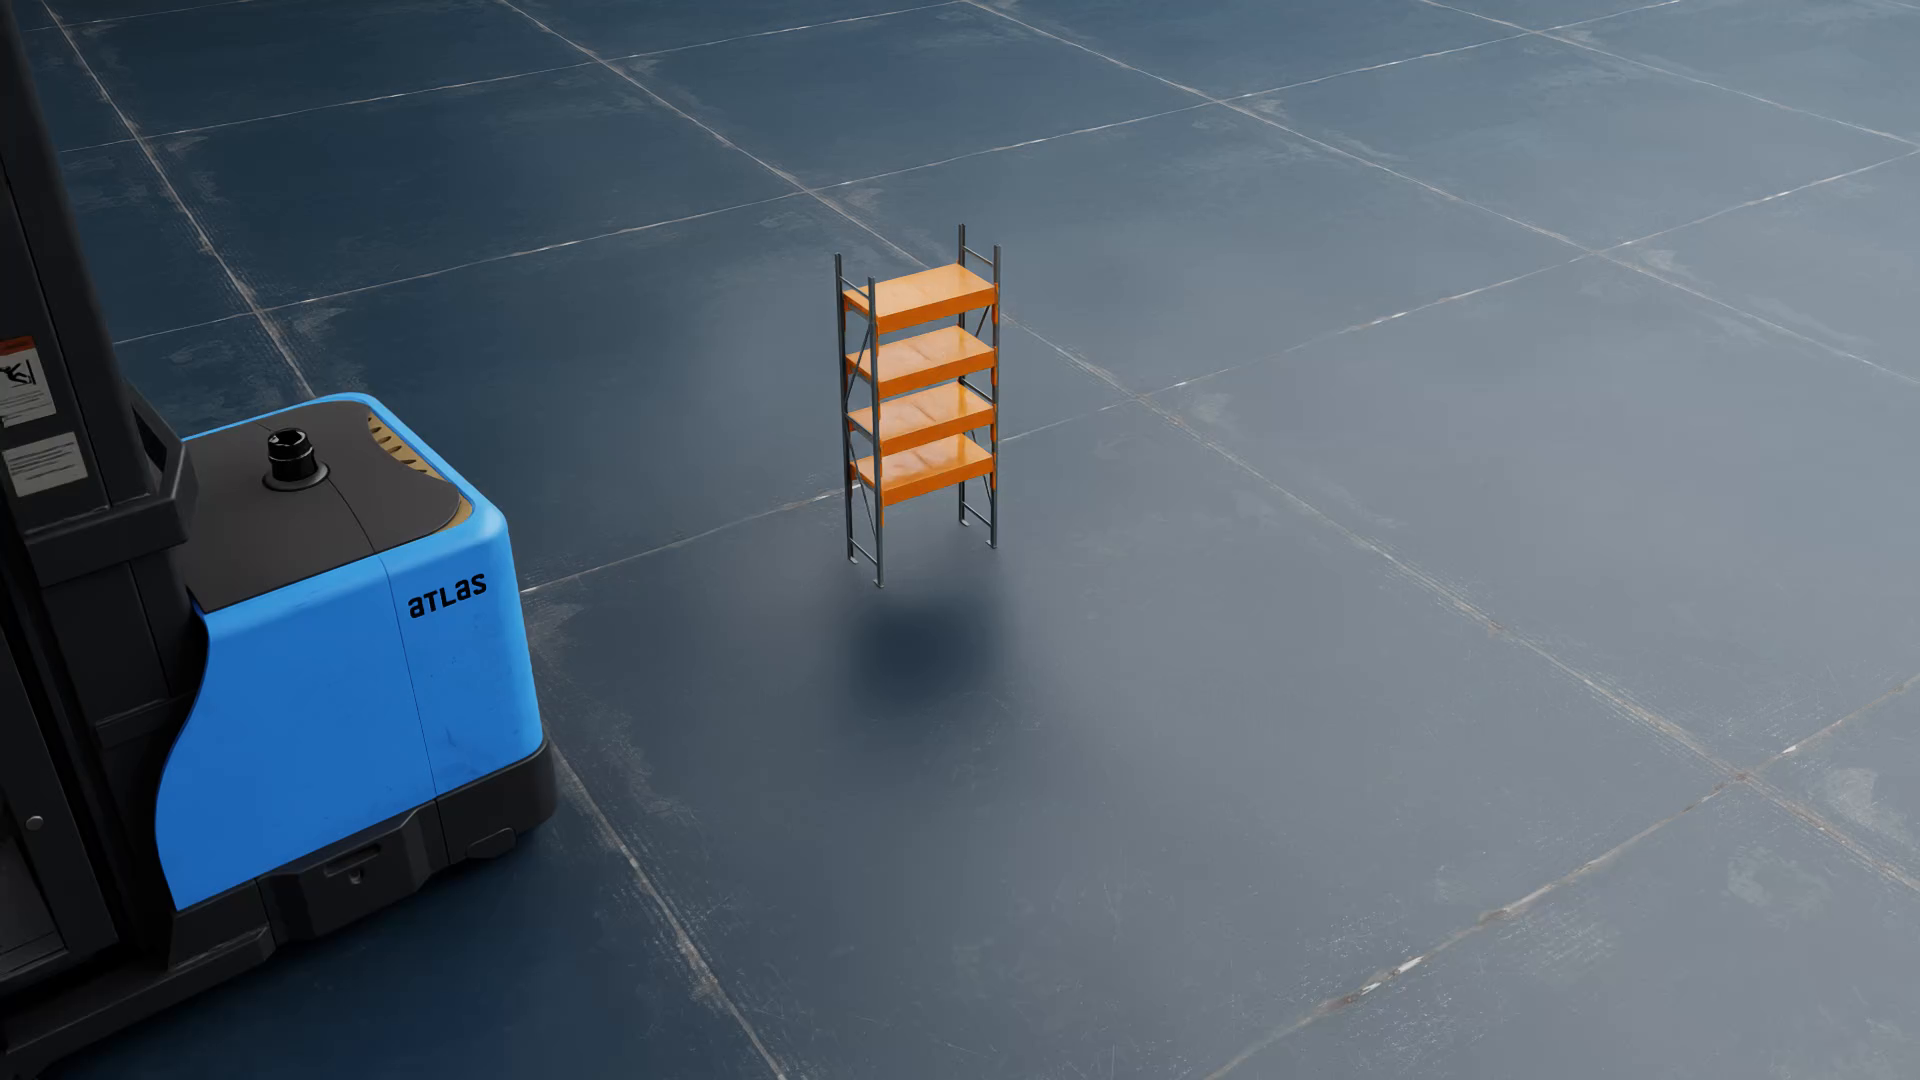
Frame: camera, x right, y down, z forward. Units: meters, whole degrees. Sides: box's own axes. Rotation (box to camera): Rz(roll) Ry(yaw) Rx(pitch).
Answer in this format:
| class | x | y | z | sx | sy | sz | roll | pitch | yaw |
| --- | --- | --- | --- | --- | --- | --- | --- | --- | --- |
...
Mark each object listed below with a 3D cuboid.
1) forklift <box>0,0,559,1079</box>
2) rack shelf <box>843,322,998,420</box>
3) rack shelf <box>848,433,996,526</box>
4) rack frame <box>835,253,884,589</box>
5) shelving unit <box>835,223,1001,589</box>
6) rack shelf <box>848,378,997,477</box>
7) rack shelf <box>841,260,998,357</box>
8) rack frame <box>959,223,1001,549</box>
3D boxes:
| class | x | y | z | sx | sy | sz | roll | pitch | yaw |
| --- | --- | --- | --- | --- | --- | --- | --- | --- | --- |
| forklift | -2.644 | -0.101 | 3.663 | 3.031 | 2.935 | 1.130 | -23 | 39 | -32 |
| rack shelf | -0.139 | -0.592 | 5.771 | 0.480 | 0.148 | 0.258 | -19 | 37 | -27 |
| rack shelf | -0.139 | -0.235 | 5.996 | 0.480 | 0.148 | 0.258 | -19 | 37 | -27 |
| rack frame | -0.344 | -0.389 | 5.742 | 0.015 | 1.200 | 0.240 | -19 | 37 | -27 |
| shelving unit | -0.139 | -0.460 | 5.854 | 0.503 | 1.200 | 0.258 | -19 | 37 | -27 |
| rack shelf | -0.139 | -0.403 | 5.890 | 0.480 | 0.148 | 0.258 | -19 | 37 | -27 |
| rack shelf | -0.139 | -0.792 | 5.644 | 0.480 | 0.148 | 0.258 | -19 | 37 | -27 |
| rack frame | 0.066 | -0.530 | 5.966 | 0.015 | 1.200 | 0.240 | -19 | 37 | -27 |
